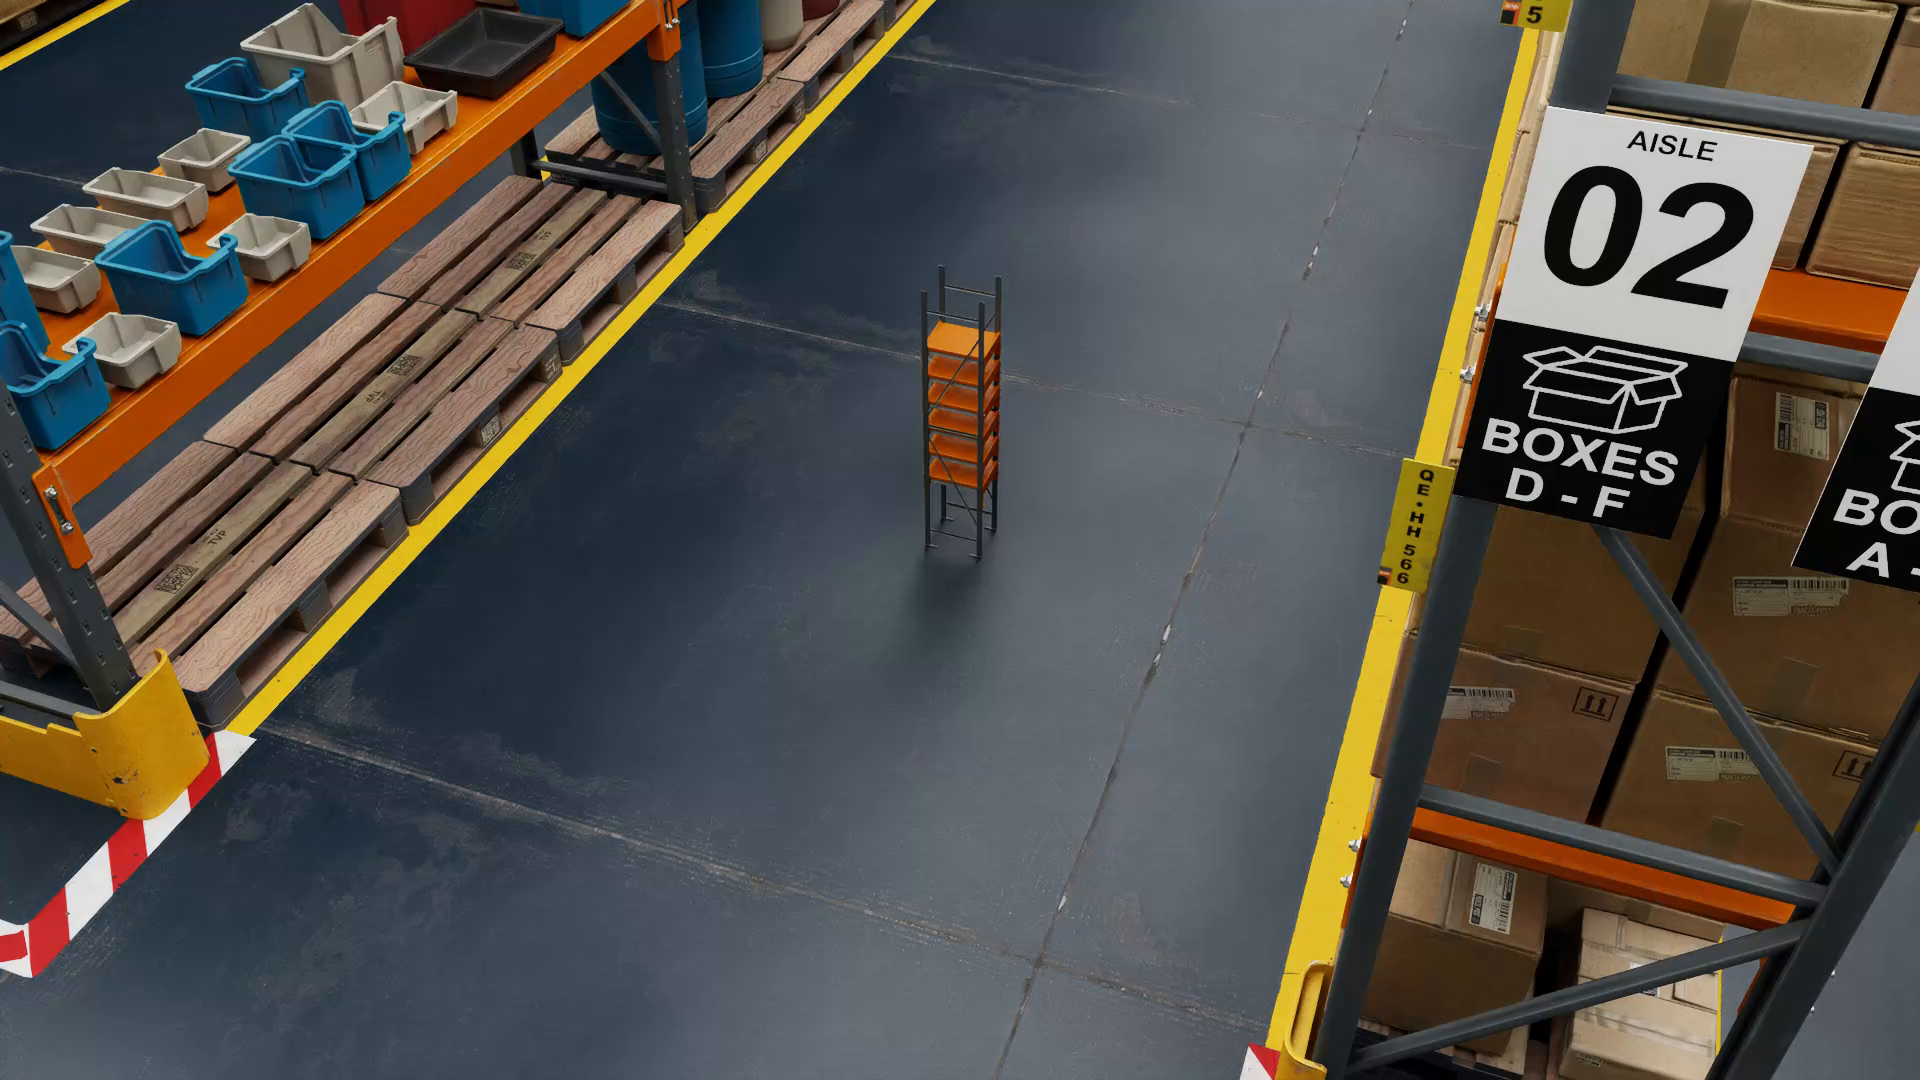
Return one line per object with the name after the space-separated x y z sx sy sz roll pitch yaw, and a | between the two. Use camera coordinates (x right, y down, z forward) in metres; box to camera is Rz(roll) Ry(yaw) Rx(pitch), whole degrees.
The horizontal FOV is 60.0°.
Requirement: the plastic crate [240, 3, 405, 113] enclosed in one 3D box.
-2.555 -1.957 6.777 0.437 0.282 0.530 13 42 15 | plastic crate

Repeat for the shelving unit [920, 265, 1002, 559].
0.005 -0.465 6.371 0.258 1.200 0.189 13 42 15 | shelving unit

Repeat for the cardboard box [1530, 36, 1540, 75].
3.388 -2.584 9.055 0.500 0.500 0.500 13 42 15 | cardboard box

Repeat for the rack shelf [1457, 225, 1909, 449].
2.110 -1.415 4.341 1.077 0.370 4.000 13 42 15 | rack shelf

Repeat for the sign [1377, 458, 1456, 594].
0.911 -0.024 3.332 0.100 0.325 0.005 13 42 15 | sign

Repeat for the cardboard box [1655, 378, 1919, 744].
1.826 0.041 3.543 0.500 0.500 0.500 15 43 16 | cardboard box

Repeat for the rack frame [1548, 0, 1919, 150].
1.426 -1.610 1.704 1.000 3.000 0.127 13 42 15 | rack frame

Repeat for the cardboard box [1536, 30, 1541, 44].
3.738 -3.210 9.788 0.500 0.500 0.500 15 43 17 | cardboard box

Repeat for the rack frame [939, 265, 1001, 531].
0.036 -0.521 6.436 0.240 1.200 0.006 13 42 15 | rack frame

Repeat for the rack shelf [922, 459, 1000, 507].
0.005 -0.249 6.556 0.258 0.103 0.180 13 42 15 | rack shelf

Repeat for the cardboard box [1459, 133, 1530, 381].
1.665 -0.704 4.417 0.500 0.500 0.500 14 43 16 | cardboard box

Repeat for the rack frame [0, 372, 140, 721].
-3.227 -0.430 4.942 1.000 3.000 0.127 13 42 15 | rack frame

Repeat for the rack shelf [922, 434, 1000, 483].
0.005 -0.340 6.478 0.258 0.103 0.180 13 42 15 | rack shelf

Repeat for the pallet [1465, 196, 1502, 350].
3.037 -1.211 8.007 1.003 0.211 1.213 13 42 15 | pallet

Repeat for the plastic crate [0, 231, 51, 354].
-3.288 -0.712 5.199 0.616 0.435 0.499 13 42 15 | plastic crate

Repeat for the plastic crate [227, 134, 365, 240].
-2.383 -1.269 6.009 0.416 0.233 0.300 13 42 15 | plastic crate

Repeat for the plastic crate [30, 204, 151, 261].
-3.006 -1.063 5.842 0.396 0.136 0.243 13 42 15 | plastic crate

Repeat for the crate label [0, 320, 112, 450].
-2.834 -0.466 5.068 0.416 0.233 0.303 13 42 15 | crate label

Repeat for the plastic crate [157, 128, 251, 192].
-2.850 -1.423 6.264 0.298 0.136 0.250 13 42 15 | plastic crate

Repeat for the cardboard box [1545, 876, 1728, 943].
2.050 0.977 5.073 0.500 0.250 0.500 13 42 15 | cardboard box

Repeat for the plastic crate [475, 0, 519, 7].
-2.153 -2.540 7.573 0.396 0.136 0.243 13 42 15 | plastic crate

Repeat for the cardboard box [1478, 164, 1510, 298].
2.693 -1.349 7.607 0.500 0.500 0.500 13 42 15 | cardboard box

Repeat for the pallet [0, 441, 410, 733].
-2.909 0.137 6.427 1.003 0.211 1.213 13 42 15 | pallet

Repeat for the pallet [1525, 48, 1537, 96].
3.871 -2.700 9.752 1.003 0.211 1.213 13 42 15 | pallet

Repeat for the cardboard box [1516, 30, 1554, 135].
2.016 -1.333 5.154 0.500 0.500 0.500 12 42 14 | cardboard box

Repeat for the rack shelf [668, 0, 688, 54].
-1.176 -3.815 9.465 1.077 0.370 4.000 13 42 15 | rack shelf

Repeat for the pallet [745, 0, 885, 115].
-1.141 -3.016 10.123 1.003 0.211 1.213 13 42 15 | pallet

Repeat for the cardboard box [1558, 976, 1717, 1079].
1.892 1.410 4.644 0.380 0.149 0.250 13 42 15 | cardboard box

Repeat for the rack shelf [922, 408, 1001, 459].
0.005 -0.431 6.400 0.258 0.103 0.180 13 42 15 | rack shelf

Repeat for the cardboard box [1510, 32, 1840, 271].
1.354 -0.784 3.162 0.500 0.250 0.500 13 42 15 | cardboard box

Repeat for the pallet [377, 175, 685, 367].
-2.074 -1.351 8.171 1.003 0.211 1.213 13 42 15 | pallet

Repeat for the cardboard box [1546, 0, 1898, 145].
1.362 -0.972 2.998 0.500 0.250 0.500 13 42 15 | cardboard box

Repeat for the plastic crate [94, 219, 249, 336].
-2.608 -0.868 5.539 0.416 0.233 0.300 13 42 15 | plastic crate

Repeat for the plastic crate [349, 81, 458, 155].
-2.172 -1.663 6.545 0.293 0.136 0.466 13 42 15 | plastic crate

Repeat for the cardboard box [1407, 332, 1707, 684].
1.320 -0.079 3.684 0.500 0.500 0.500 13 42 15 | cardboard box

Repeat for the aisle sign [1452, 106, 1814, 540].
1.115 -0.343 2.838 0.394 0.787 0.004 13 42 15 | aisle sign

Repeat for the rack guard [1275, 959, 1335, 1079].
1.452 1.577 4.517 1.175 0.500 0.348 13 42 15 | rack guard

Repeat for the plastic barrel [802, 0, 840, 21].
-1.029 -3.560 10.146 0.600 0.588 0.708 13 42 15 | plastic barrel

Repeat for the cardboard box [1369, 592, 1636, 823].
1.324 0.300 4.010 0.500 0.500 0.500 15 43 16 | cardboard box

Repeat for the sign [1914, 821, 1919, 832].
1.936 0.463 3.229 0.100 0.325 0.005 13 42 15 | sign

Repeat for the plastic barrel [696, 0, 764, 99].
-1.415 -2.991 9.237 0.600 0.901 0.708 13 42 15 | plastic barrel
